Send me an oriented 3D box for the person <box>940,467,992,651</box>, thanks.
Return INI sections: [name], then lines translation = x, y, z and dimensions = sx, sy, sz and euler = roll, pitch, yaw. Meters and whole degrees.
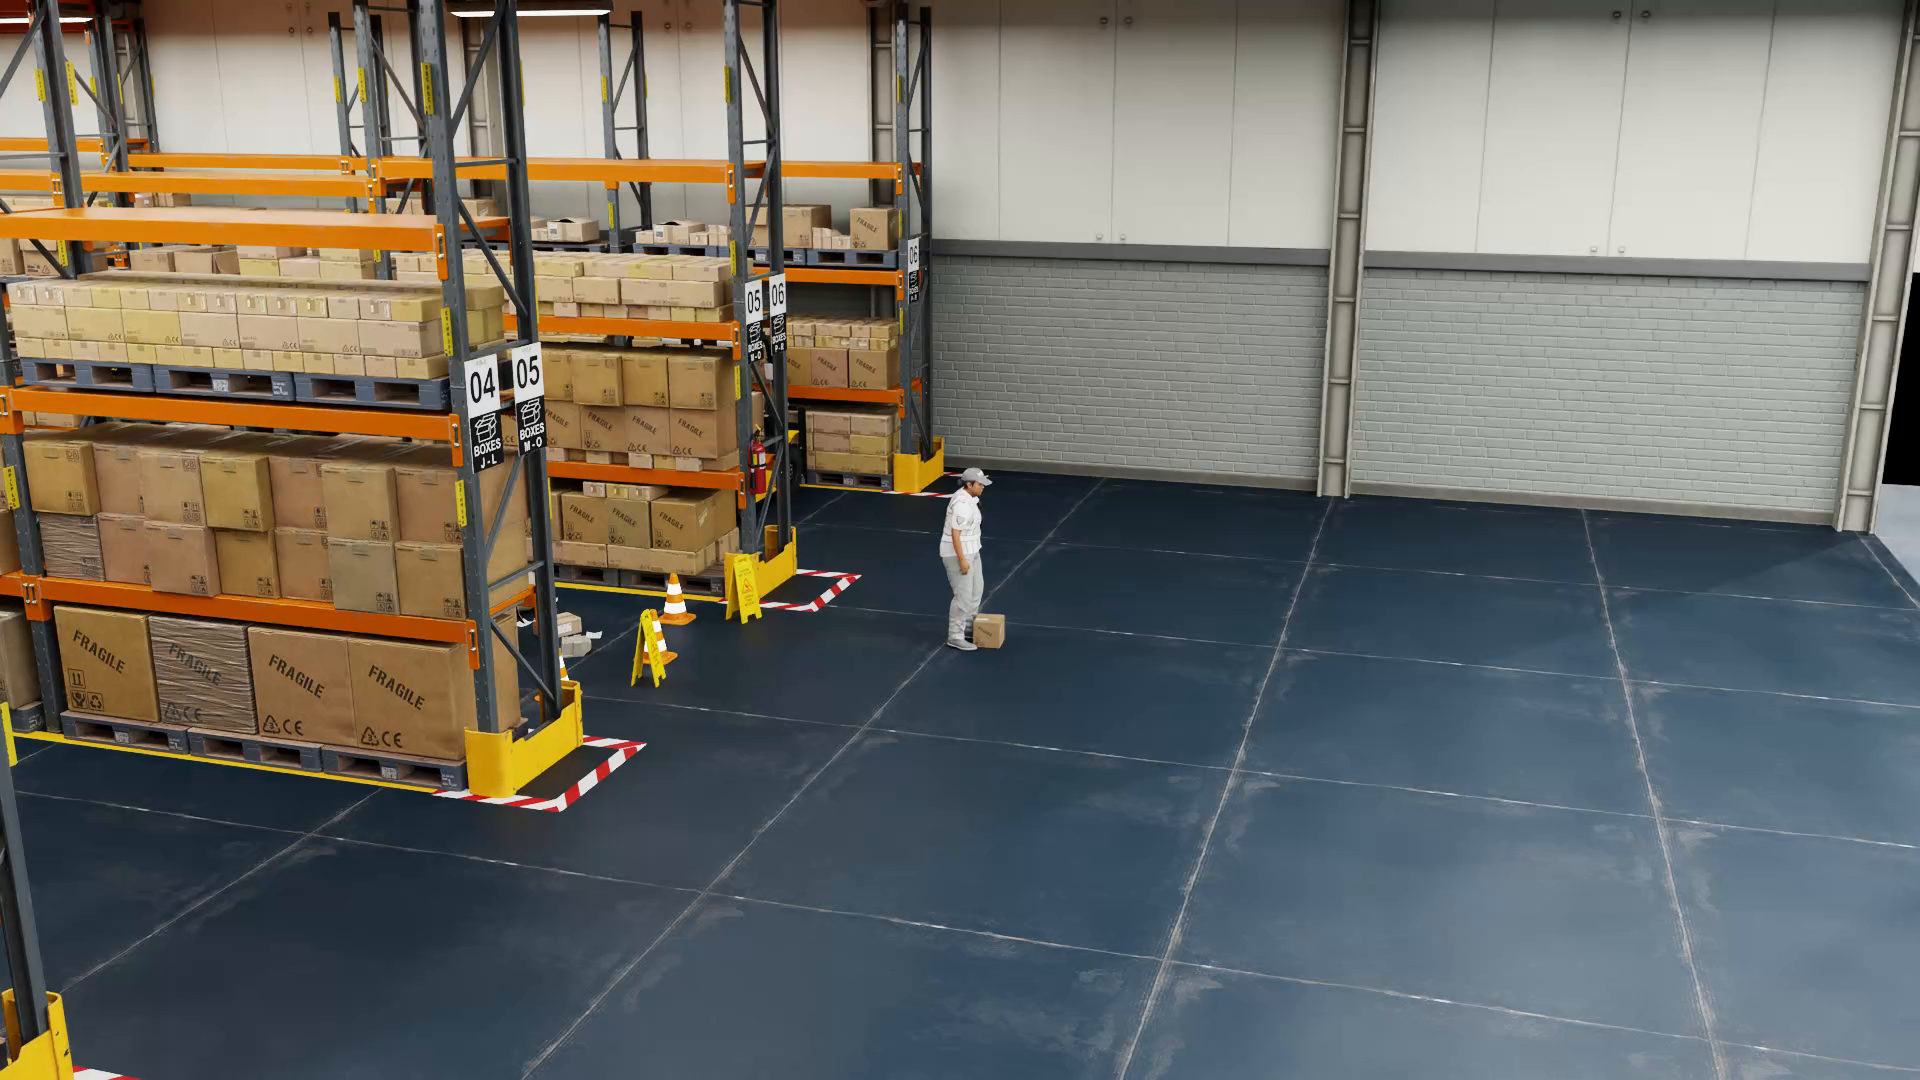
[person]
translation = 0.061, 0.147, 15.397
dimensions = 0.465, 1.667, 0.561
euler = 4, 16, 14
